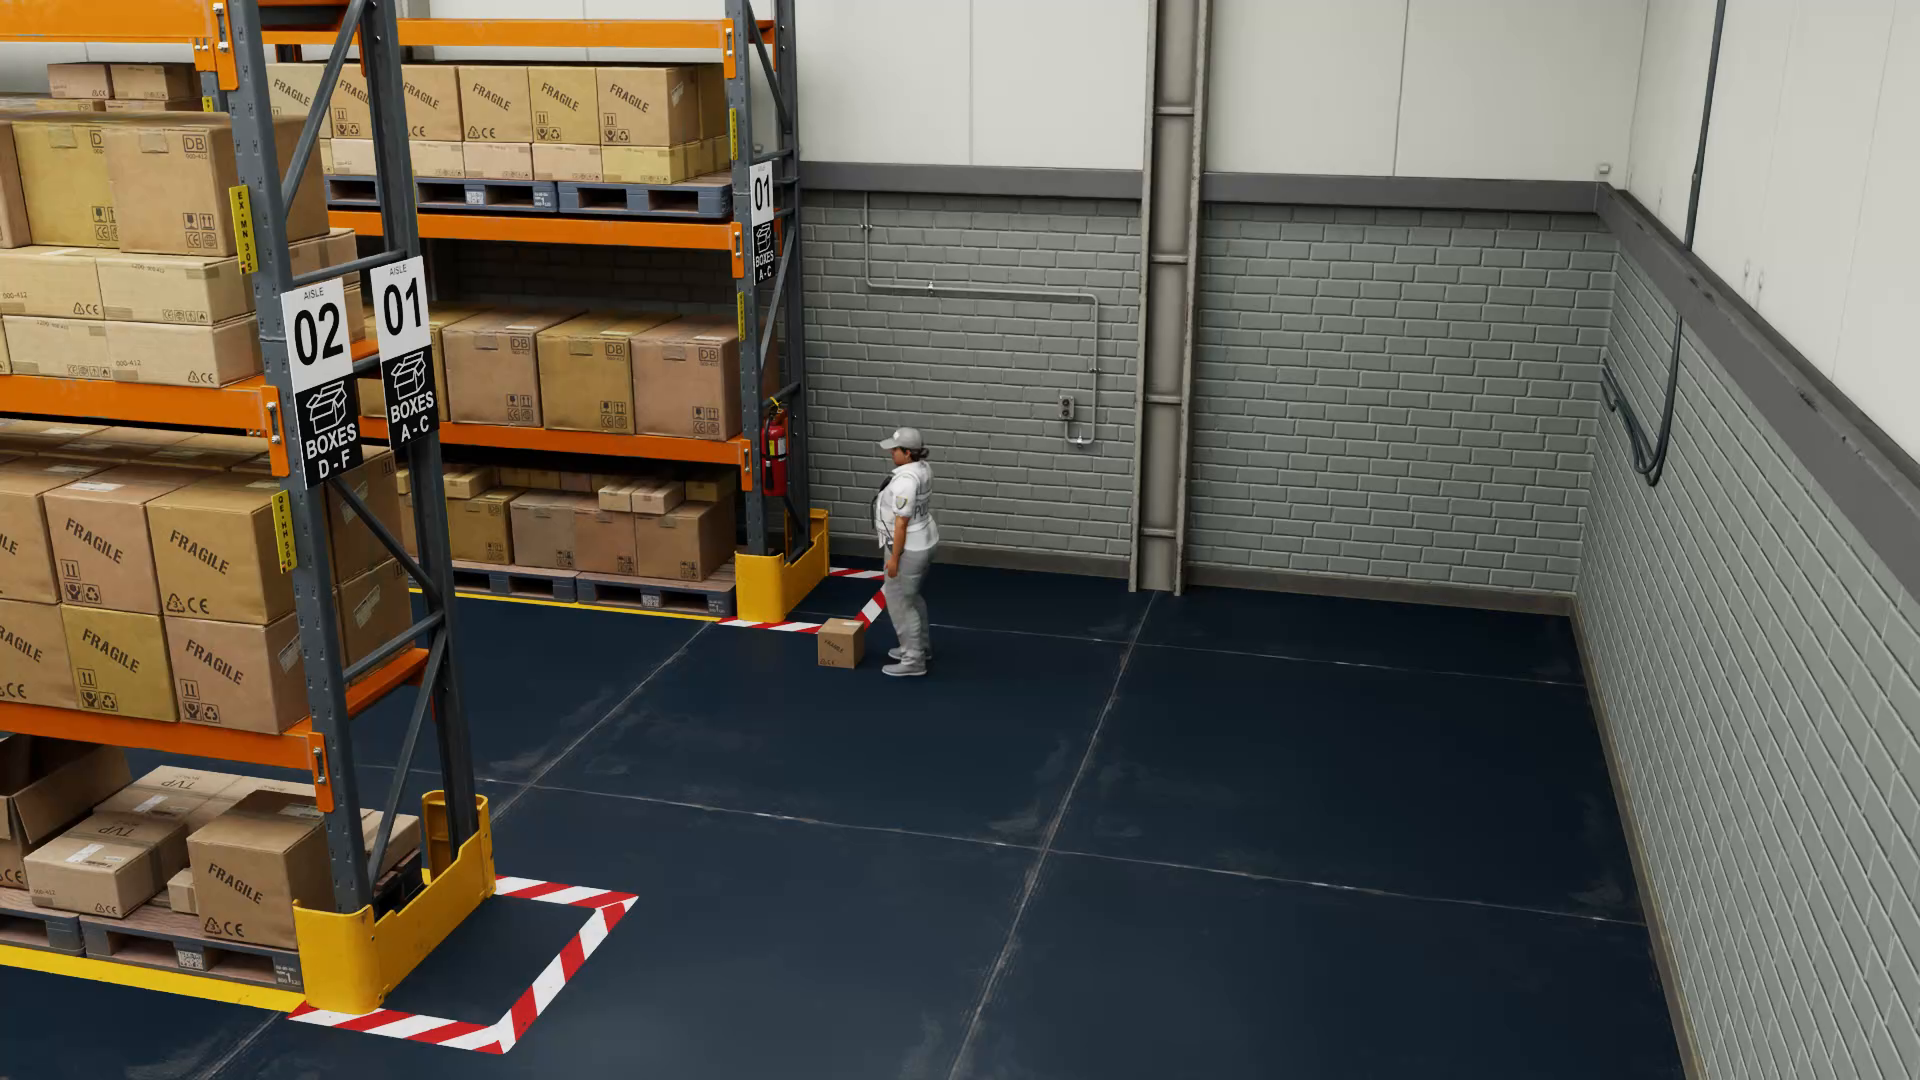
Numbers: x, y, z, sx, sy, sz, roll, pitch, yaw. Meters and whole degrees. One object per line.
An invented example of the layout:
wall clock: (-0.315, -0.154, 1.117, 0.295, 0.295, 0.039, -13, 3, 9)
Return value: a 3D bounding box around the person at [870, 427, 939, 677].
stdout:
person: (-0.352, 0.070, 10.856, 0.394, 1.659, 0.467, 5, 19, 15)
